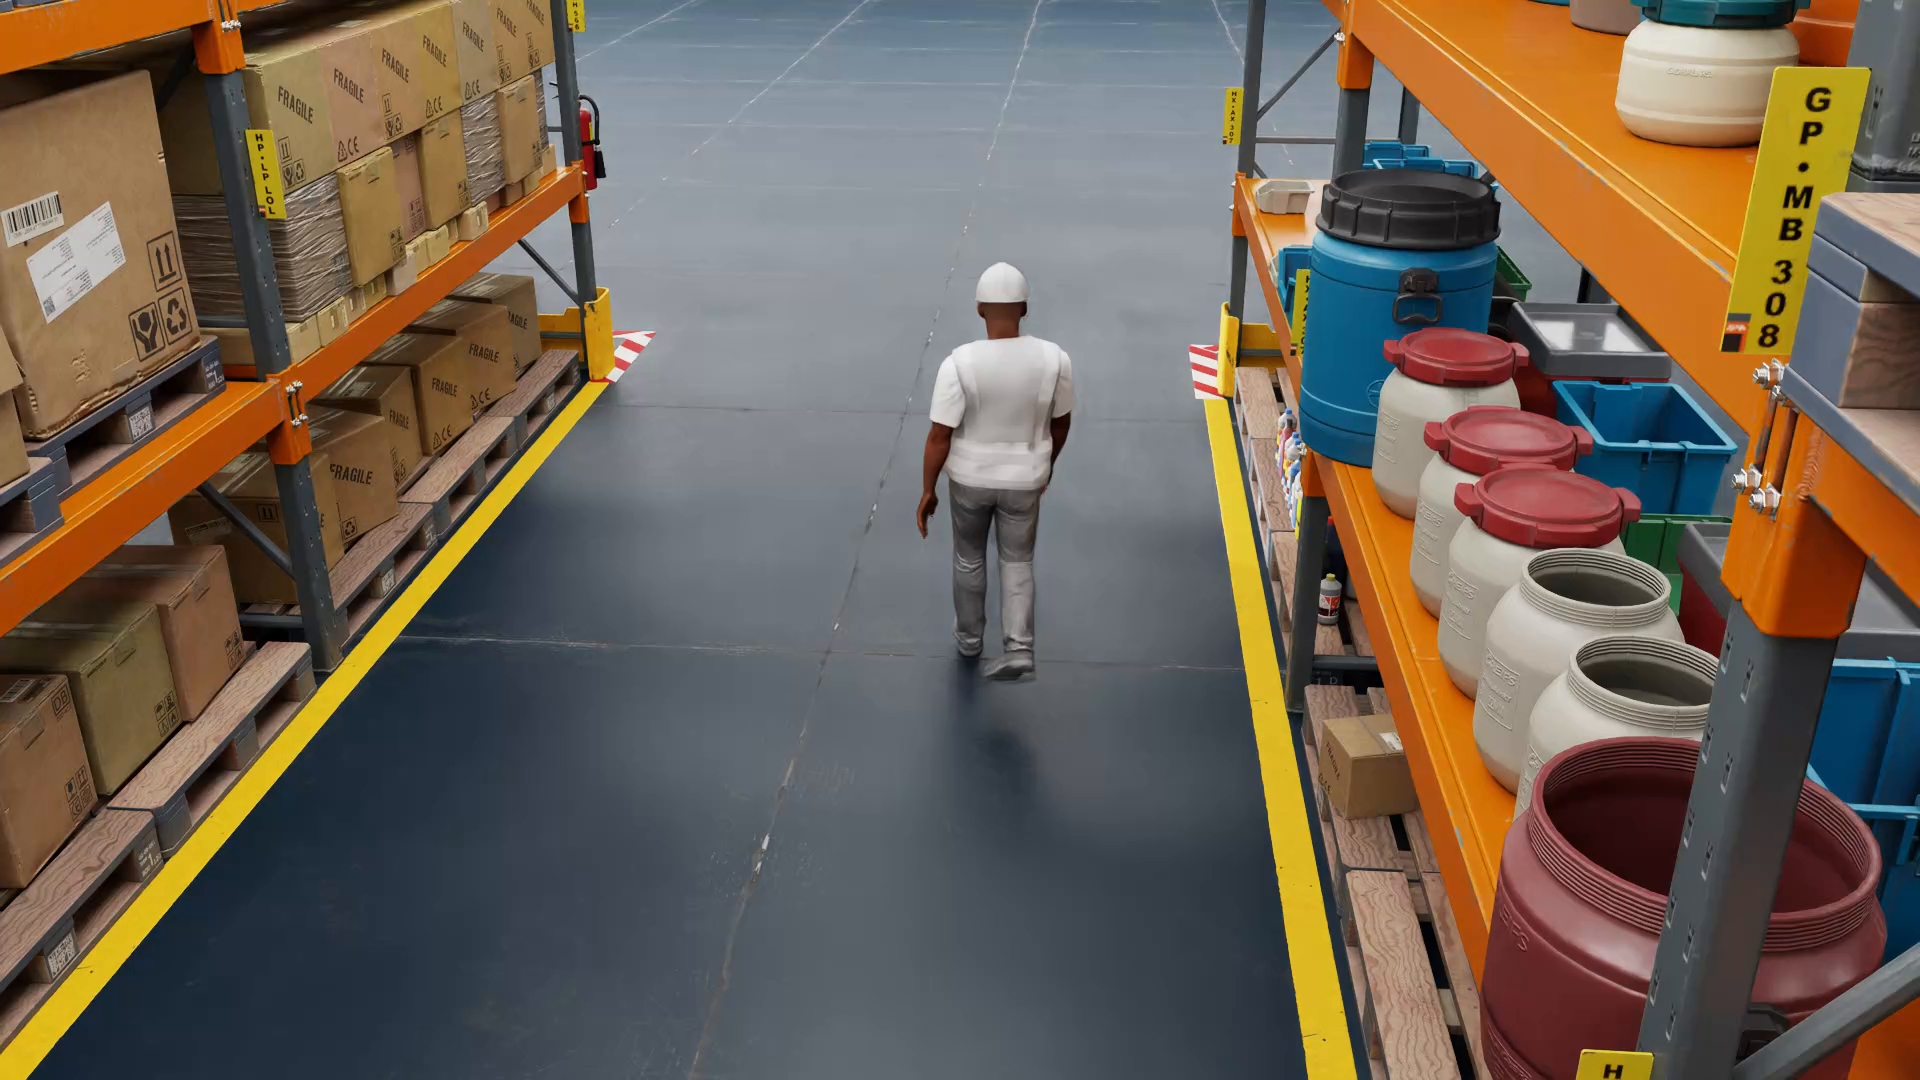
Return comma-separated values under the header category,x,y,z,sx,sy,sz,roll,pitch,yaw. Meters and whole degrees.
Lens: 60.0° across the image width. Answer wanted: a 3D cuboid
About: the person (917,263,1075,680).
category,x,y,z,sx,sy,sz,roll,pitch,yaw
person,0.139,-0.245,6.623,0.624,1.741,0.831,-1,24,-1
